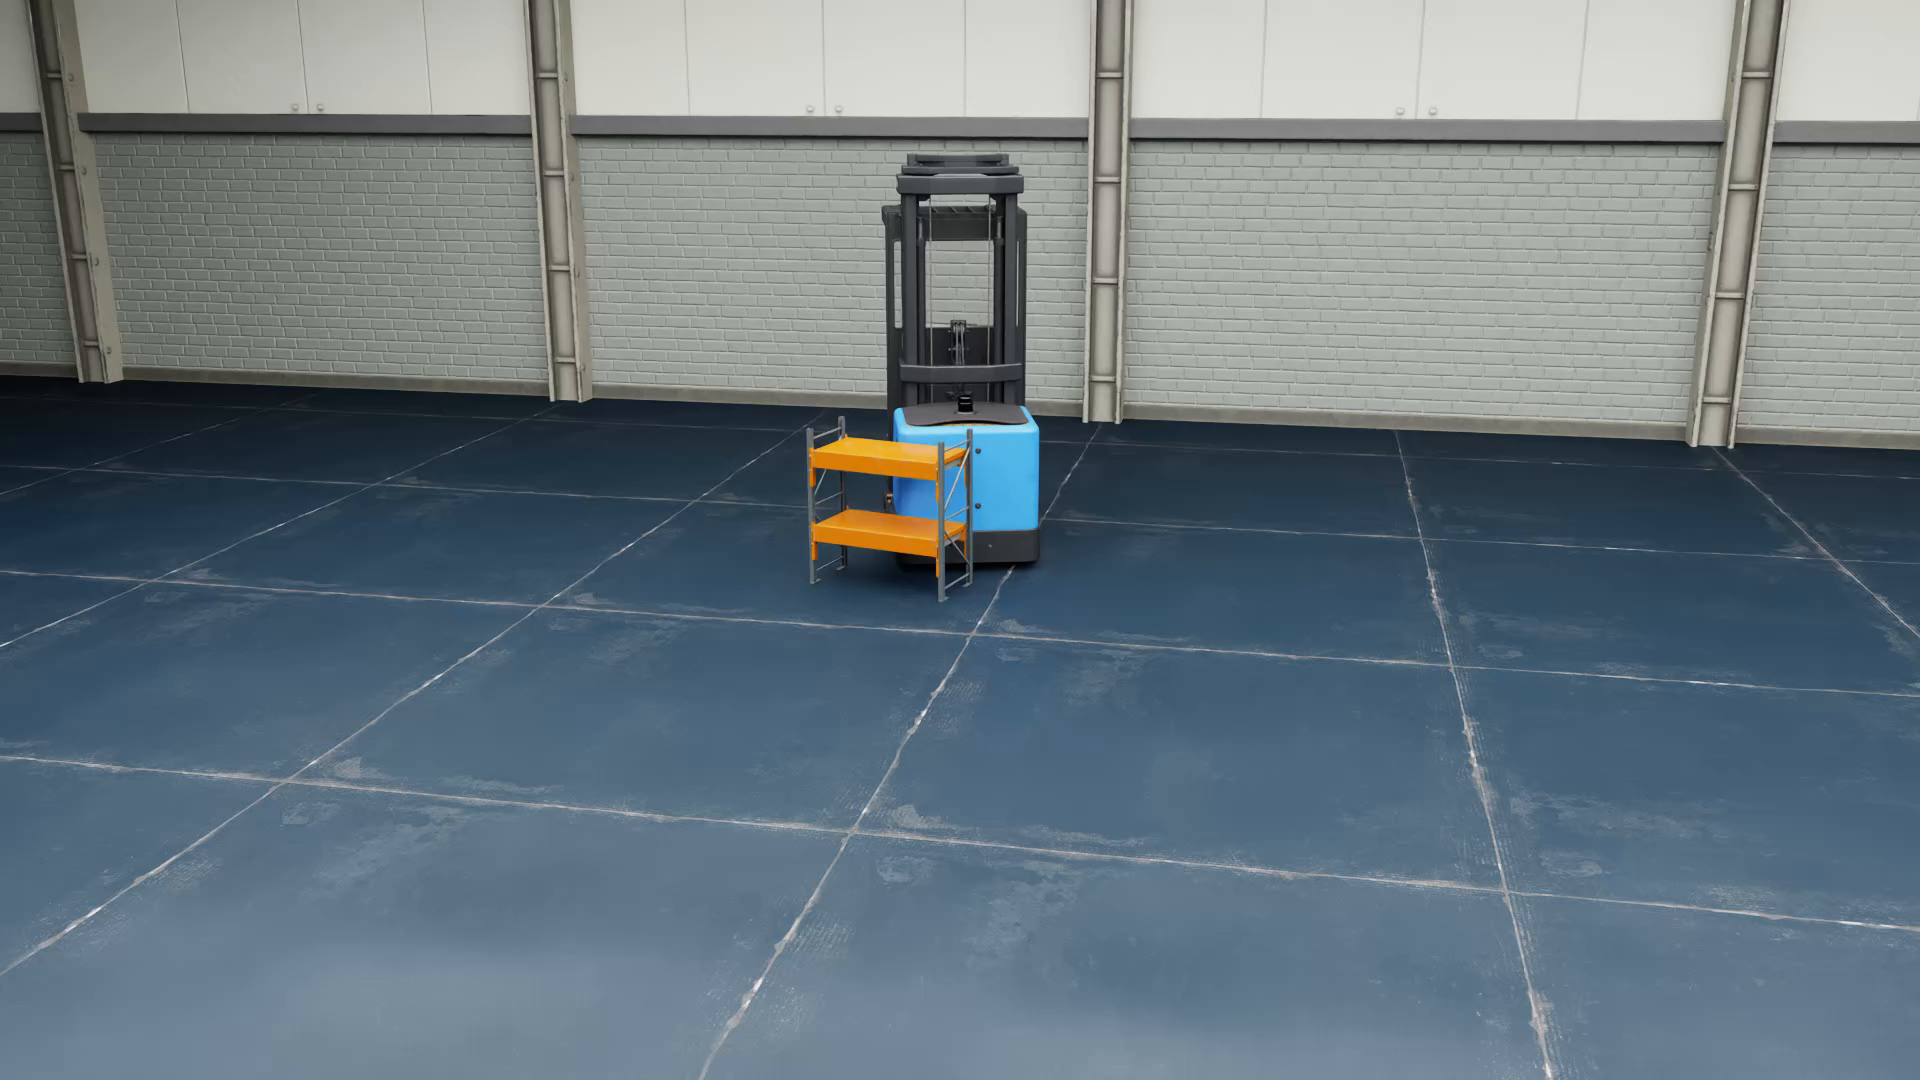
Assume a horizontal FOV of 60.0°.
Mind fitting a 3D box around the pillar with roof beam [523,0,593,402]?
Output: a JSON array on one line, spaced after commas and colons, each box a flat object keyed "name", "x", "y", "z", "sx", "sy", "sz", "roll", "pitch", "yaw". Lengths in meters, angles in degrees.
[{"name": "pillar with roof beam", "x": -5.227, "y": -4.795, "z": 13.447, "sx": 0.400, "sy": 9.000, "sz": 9.100, "roll": 3, "pitch": 16, "yaw": 11}]

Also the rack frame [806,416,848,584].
[{"name": "rack frame", "x": -0.950, "y": -0.290, "z": 11.931, "sx": 0.032, "sy": 1.125, "sz": 0.500, "roll": 7, "pitch": 17, "yaw": 24}]

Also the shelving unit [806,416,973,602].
[{"name": "shelving unit", "x": -0.490, "y": -0.232, "z": 11.723, "sx": 1.048, "sy": 1.125, "sz": 0.538, "roll": 7, "pitch": 17, "yaw": 24}]

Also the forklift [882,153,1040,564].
[{"name": "forklift", "x": -0.051, "y": -1.579, "z": 13.200, "sx": 1.130, "sy": 2.935, "sz": 3.031, "roll": -1, "pitch": 16, "yaw": -5}]

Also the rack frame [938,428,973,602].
[{"name": "rack frame", "x": -0.030, "y": -0.174, "z": 11.514, "sx": 0.032, "sy": 1.125, "sz": 0.500, "roll": 7, "pitch": 17, "yaw": 24}]

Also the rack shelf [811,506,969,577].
[{"name": "rack shelf", "x": -0.490, "y": 0.004, "z": 11.788, "sx": 1.000, "sy": 0.278, "sz": 0.538, "roll": 7, "pitch": 17, "yaw": 24}]

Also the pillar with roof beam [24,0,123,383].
[{"name": "pillar with roof beam", "x": -11.107, "y": -5.115, "z": 14.599, "sx": 0.400, "sy": 9.000, "sz": 9.100, "roll": 3, "pitch": 16, "yaw": 11}]

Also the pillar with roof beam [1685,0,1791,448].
[{"name": "pillar with roof beam", "x": 6.532, "y": -4.157, "z": 11.142, "sx": 0.400, "sy": 9.000, "sz": 9.100, "roll": 3, "pitch": 16, "yaw": 11}]

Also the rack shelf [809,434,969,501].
[{"name": "rack shelf", "x": -0.490, "y": -0.514, "z": 11.645, "sx": 1.000, "sy": 0.278, "sz": 0.538, "roll": 7, "pitch": 17, "yaw": 24}]

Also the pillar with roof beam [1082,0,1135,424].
[{"name": "pillar with roof beam", "x": 0.653, "y": -4.476, "z": 12.294, "sx": 0.400, "sy": 9.000, "sz": 9.100, "roll": 3, "pitch": 16, "yaw": 11}]
